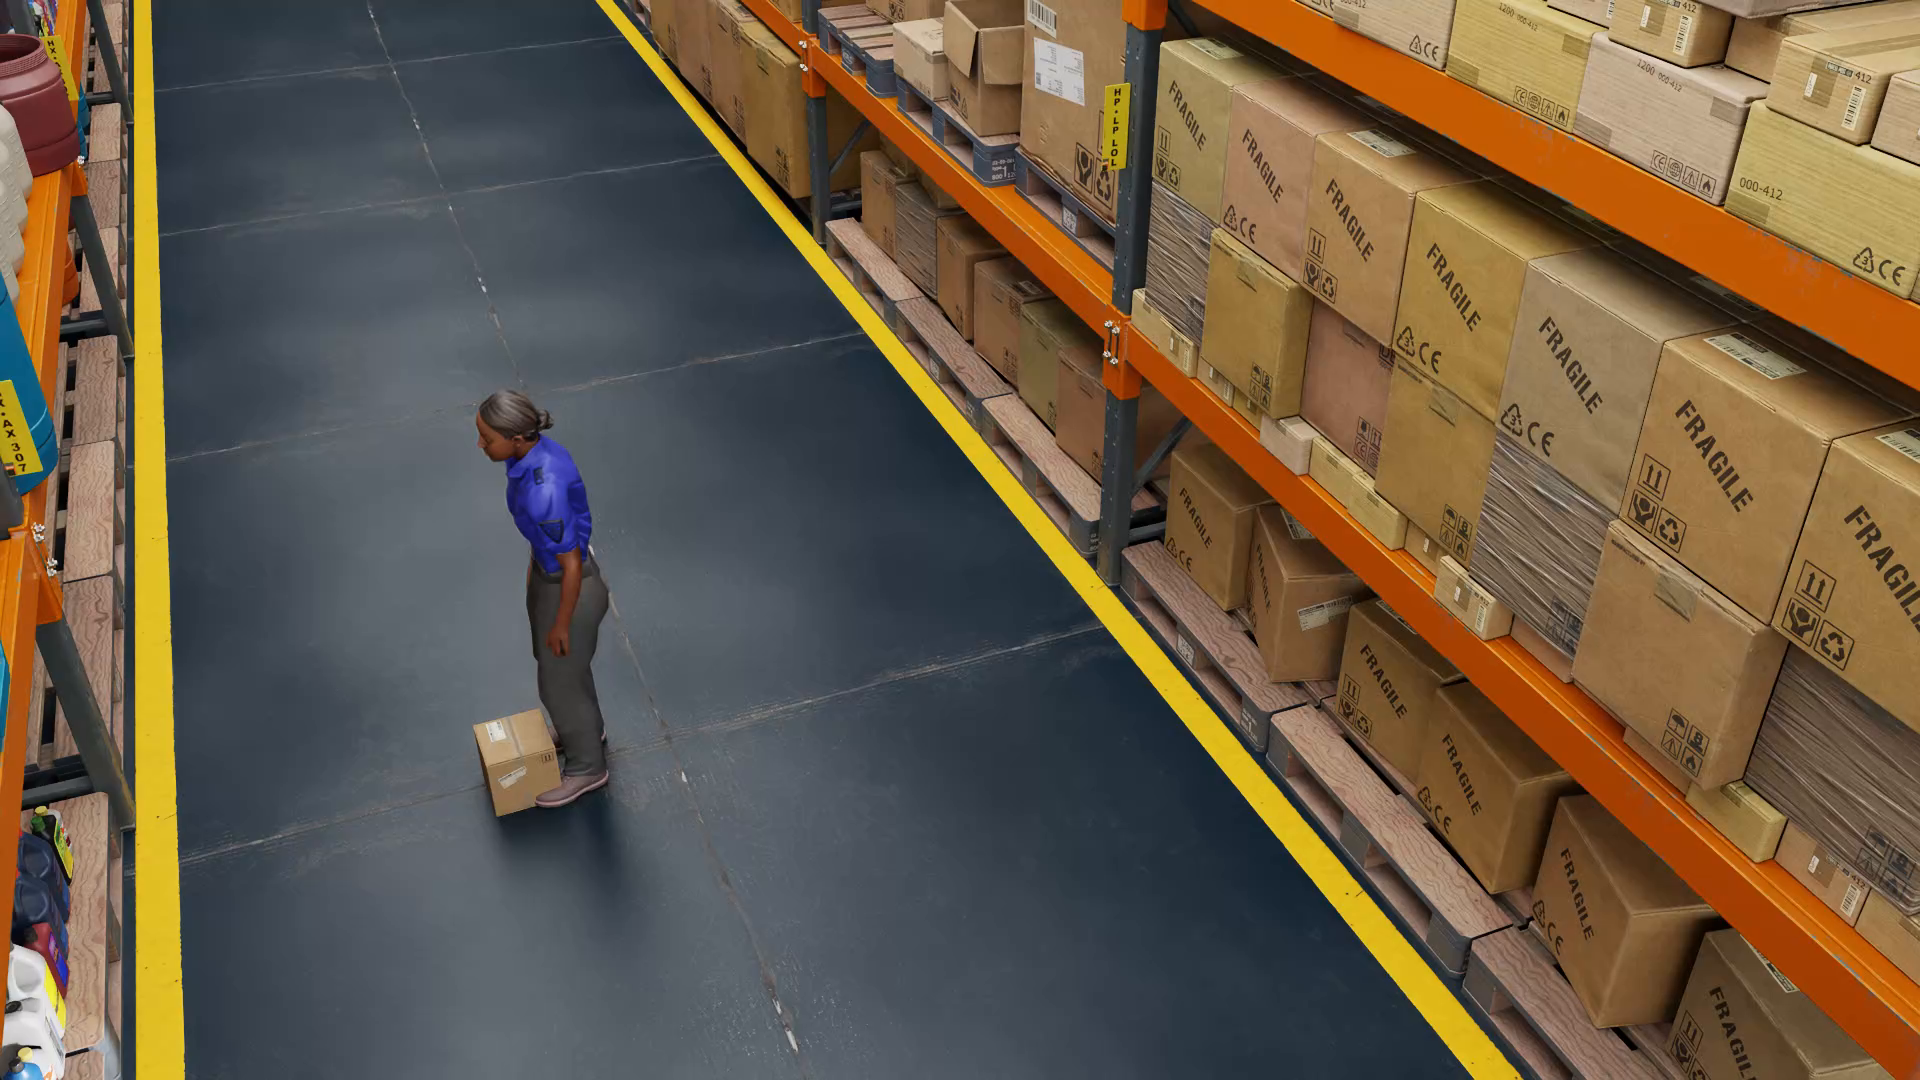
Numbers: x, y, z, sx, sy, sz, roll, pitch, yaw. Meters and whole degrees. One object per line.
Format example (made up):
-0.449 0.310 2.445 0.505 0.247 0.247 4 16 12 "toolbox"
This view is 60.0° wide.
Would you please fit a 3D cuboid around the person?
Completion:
-1.449 0.188 5.863 0.392 1.655 0.504 -13 36 -18 "person"
